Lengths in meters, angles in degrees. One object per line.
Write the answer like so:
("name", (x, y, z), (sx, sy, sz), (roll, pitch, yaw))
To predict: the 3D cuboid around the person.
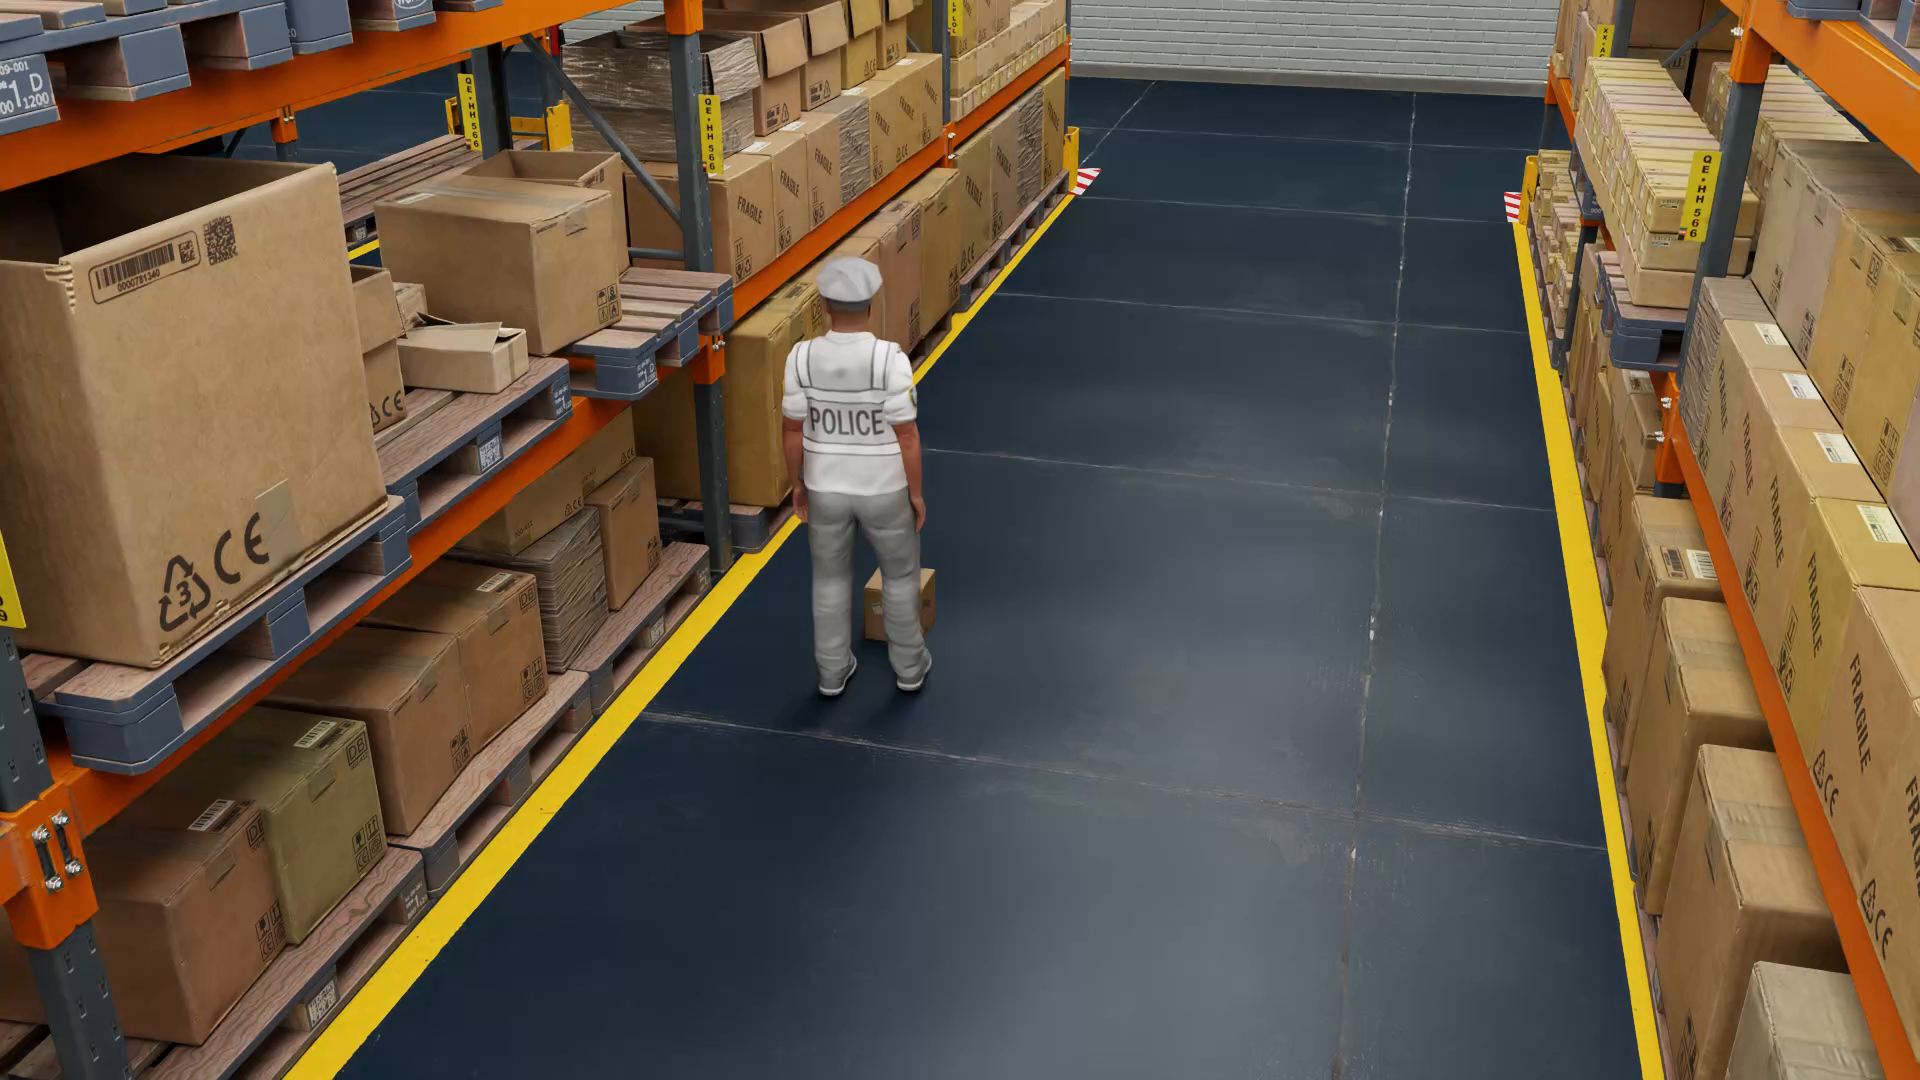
("person", (-0.400, -0.230, 6.515), (0.562, 1.770, 0.449), (4, 25, 9))
